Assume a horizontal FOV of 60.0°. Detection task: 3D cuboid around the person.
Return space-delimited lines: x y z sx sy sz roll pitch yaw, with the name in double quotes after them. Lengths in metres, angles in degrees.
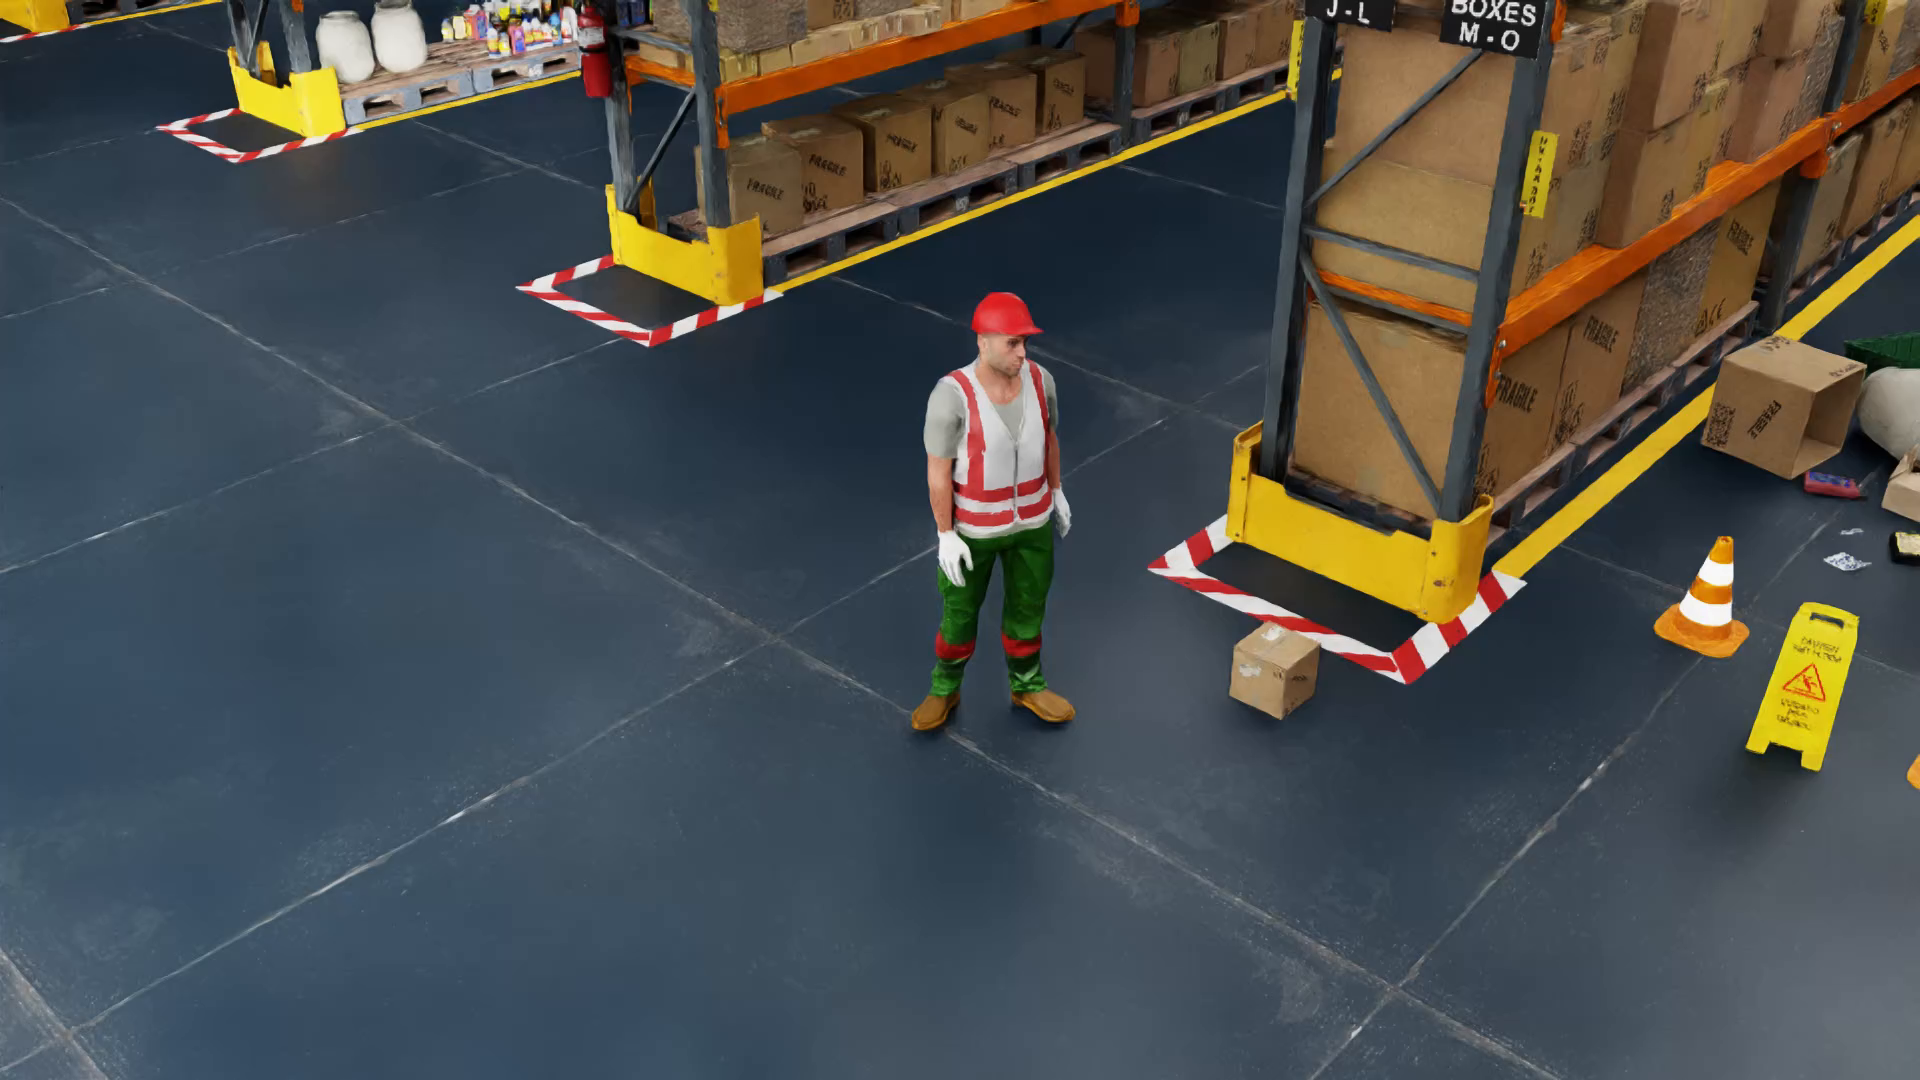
0.130 -0.071 6.192 0.677 1.797 0.411 -12 33 -19 "person"
